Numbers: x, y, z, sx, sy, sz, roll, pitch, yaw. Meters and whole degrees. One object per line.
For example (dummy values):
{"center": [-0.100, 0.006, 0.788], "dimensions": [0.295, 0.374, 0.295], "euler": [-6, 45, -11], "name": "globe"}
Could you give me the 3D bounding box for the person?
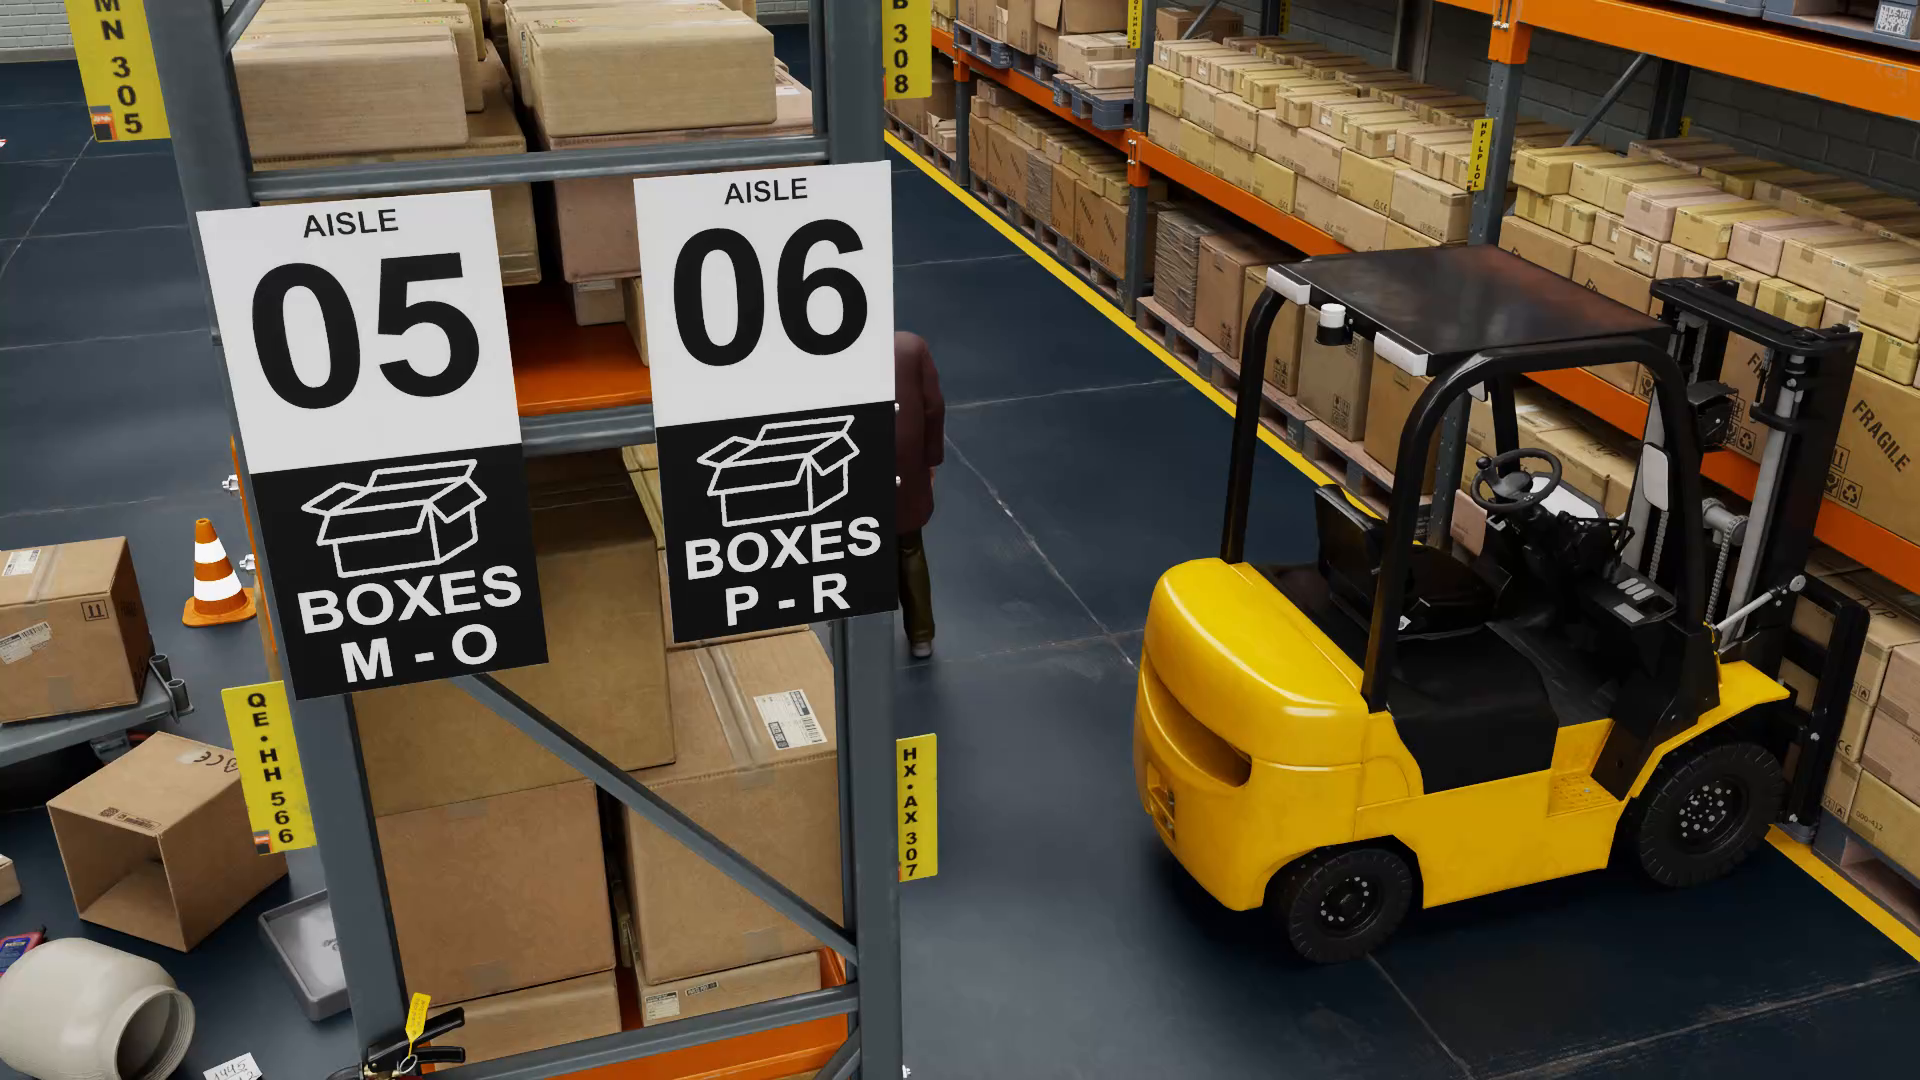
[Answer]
{"center": [-0.372, -0.289, 7.225], "dimensions": [0.647, 1.772, 0.433], "euler": [-11, 28, -22], "name": "person"}
